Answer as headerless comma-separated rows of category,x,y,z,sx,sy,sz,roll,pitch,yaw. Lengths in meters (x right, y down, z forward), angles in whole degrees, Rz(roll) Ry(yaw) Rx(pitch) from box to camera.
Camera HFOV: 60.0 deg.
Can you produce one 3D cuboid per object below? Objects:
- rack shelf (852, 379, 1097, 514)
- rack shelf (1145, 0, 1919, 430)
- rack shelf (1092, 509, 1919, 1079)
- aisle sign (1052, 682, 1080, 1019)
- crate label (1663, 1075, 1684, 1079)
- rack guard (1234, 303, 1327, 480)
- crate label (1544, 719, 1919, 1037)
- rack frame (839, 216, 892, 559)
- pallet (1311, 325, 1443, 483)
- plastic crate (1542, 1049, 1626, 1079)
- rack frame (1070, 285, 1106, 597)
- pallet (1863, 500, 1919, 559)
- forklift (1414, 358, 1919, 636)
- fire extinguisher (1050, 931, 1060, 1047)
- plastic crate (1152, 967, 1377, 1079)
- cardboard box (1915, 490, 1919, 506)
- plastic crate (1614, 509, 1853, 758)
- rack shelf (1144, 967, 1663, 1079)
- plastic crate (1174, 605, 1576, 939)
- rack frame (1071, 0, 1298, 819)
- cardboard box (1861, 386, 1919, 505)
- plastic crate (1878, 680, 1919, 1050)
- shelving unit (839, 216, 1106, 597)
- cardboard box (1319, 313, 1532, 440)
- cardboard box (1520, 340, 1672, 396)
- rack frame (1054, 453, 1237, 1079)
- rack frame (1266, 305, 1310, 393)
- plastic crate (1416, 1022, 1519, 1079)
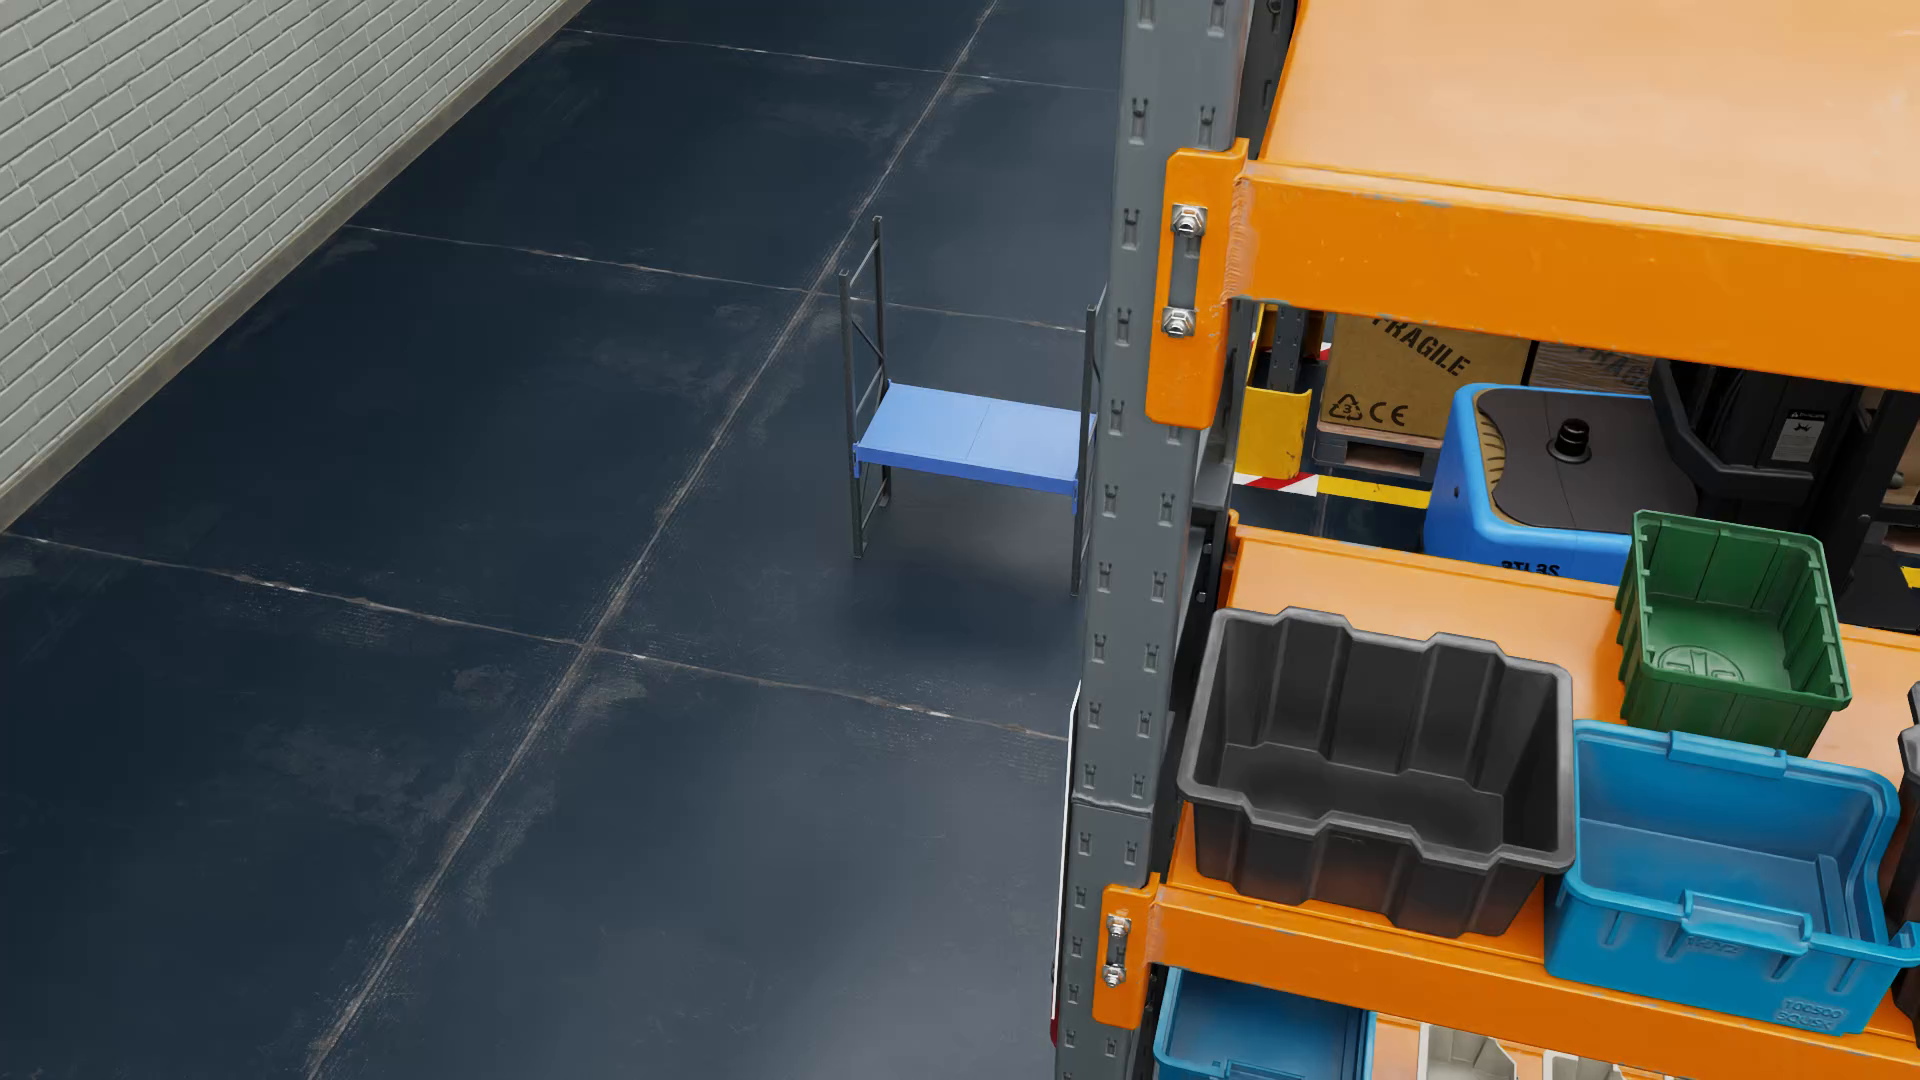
rack shelf,0.082,-0.422,7.366,1.000,0.185,0.538,10,41,11
rack shelf,2.296,-0.277,1.953,4.000,0.370,1.077,10,41,11
rack shelf,2.296,0.718,2.789,4.000,0.370,1.077,10,41,11
aisle sign,0.218,0.436,2.877,0.004,0.787,0.394,10,41,11
crate label,1.750,1.448,3.852,0.243,0.136,0.396,10,41,11
rack guard,1.621,-0.865,8.391,0.348,0.500,1.175,10,41,11
crate label,1.172,0.521,2.580,0.502,0.251,0.408,10,41,11
rack frame,-0.409,-0.645,7.351,0.032,1.500,0.500,10,41,11
pallet,2.437,-0.666,8.379,1.213,0.211,1.003,10,41,11
plastic crate,1.475,1.417,3.889,0.243,0.136,0.396,10,41,11
rack frame,0.573,-0.476,7.150,0.032,1.500,0.500,10,41,11
pallet,4.794,-0.260,7.896,1.213,0.211,1.003,10,41,11
forklift,3.464,-0.522,6.092,3.031,2.935,1.130,5,40,6
fire extinguisher,0.336,1.124,4.429,0.183,0.674,0.296,10,41,11
plastic crate,0.736,1.162,3.960,0.499,0.435,0.616,10,41,11
cardboard box,4.891,-0.660,7.529,0.875,0.875,0.875,10,41,11
plastic crate,1.391,0.178,3.038,0.336,0.188,0.450,10,41,11
rack shelf,2.296,1.867,3.754,4.000,0.370,1.077,10,41,11
plastic crate,0.664,0.398,2.714,0.590,0.269,0.497,10,41,11
rack frame,0.364,-1.038,1.989,0.127,3.000,1.000,10,41,11
cardboard box,4.022,-0.809,7.707,0.875,0.875,0.875,10,41,11
plastic crate,1.769,0.559,2.468,0.767,0.338,0.504,10,41,11
shelving unit,0.082,-0.560,7.251,1.048,1.500,0.538,10,41,11
cardboard box,2.283,-1.109,8.063,0.875,0.875,0.875,10,41,11
cardboard box,3.162,-0.957,7.883,0.875,0.875,0.875,10,41,11
rack frame,0.364,1.259,3.919,0.127,3.000,1.000,10,41,11
rack frame,1.644,-1.818,7.582,0.127,3.000,1.000,10,41,11
plastic crate,1.199,1.360,3.957,0.243,0.136,0.396,10,41,11
